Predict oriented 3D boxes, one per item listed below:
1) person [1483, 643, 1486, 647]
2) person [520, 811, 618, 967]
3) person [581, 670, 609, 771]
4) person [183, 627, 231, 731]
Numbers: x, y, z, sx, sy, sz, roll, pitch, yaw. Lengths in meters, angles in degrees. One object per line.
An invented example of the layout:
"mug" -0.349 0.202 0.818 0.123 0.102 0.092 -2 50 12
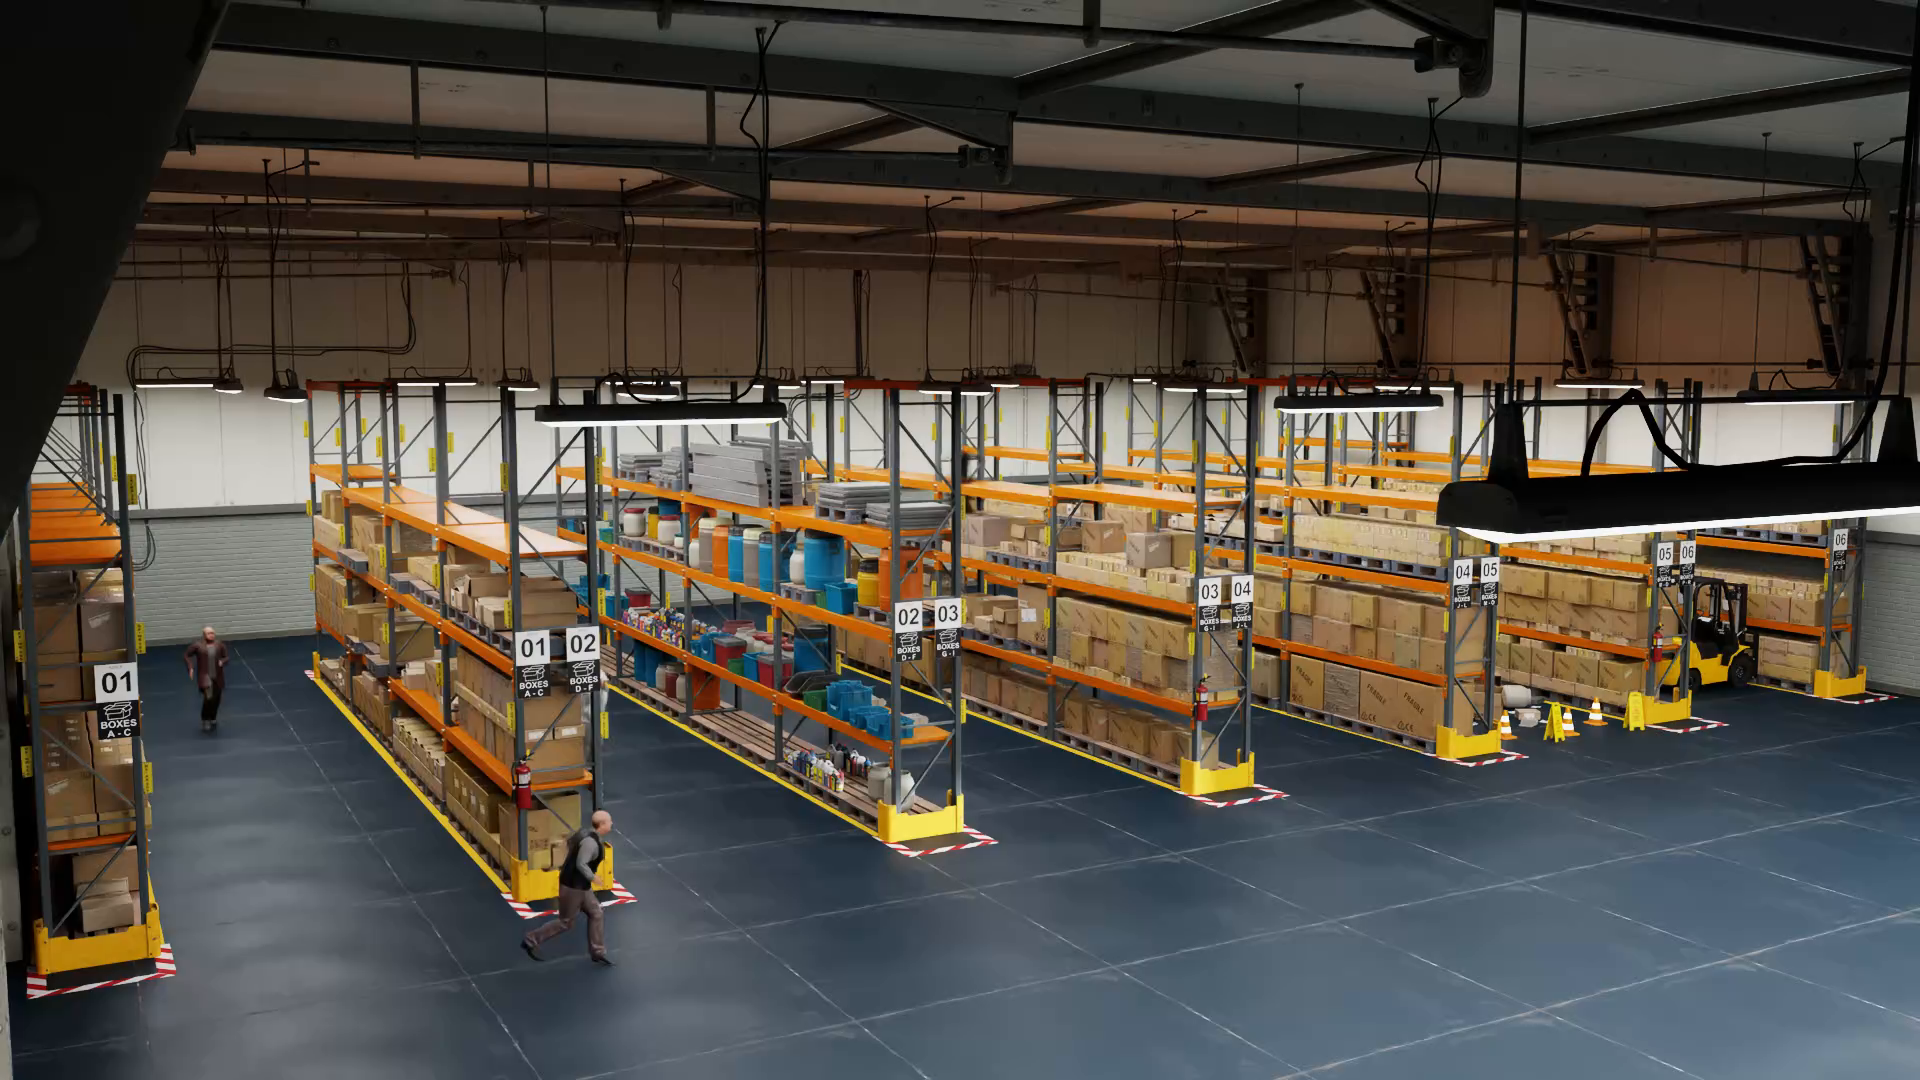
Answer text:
"person" 10.879 1.692 35.591 0.661 1.695 0.926 -4 7 -30
"person" -4.109 3.680 17.422 0.999 1.683 0.686 -2 6 -15
"person" -5.737 2.781 25.797 0.892 1.625 0.626 3 7 29
"person" -12.961 2.399 28.739 0.699 1.791 0.764 -5 8 -41
